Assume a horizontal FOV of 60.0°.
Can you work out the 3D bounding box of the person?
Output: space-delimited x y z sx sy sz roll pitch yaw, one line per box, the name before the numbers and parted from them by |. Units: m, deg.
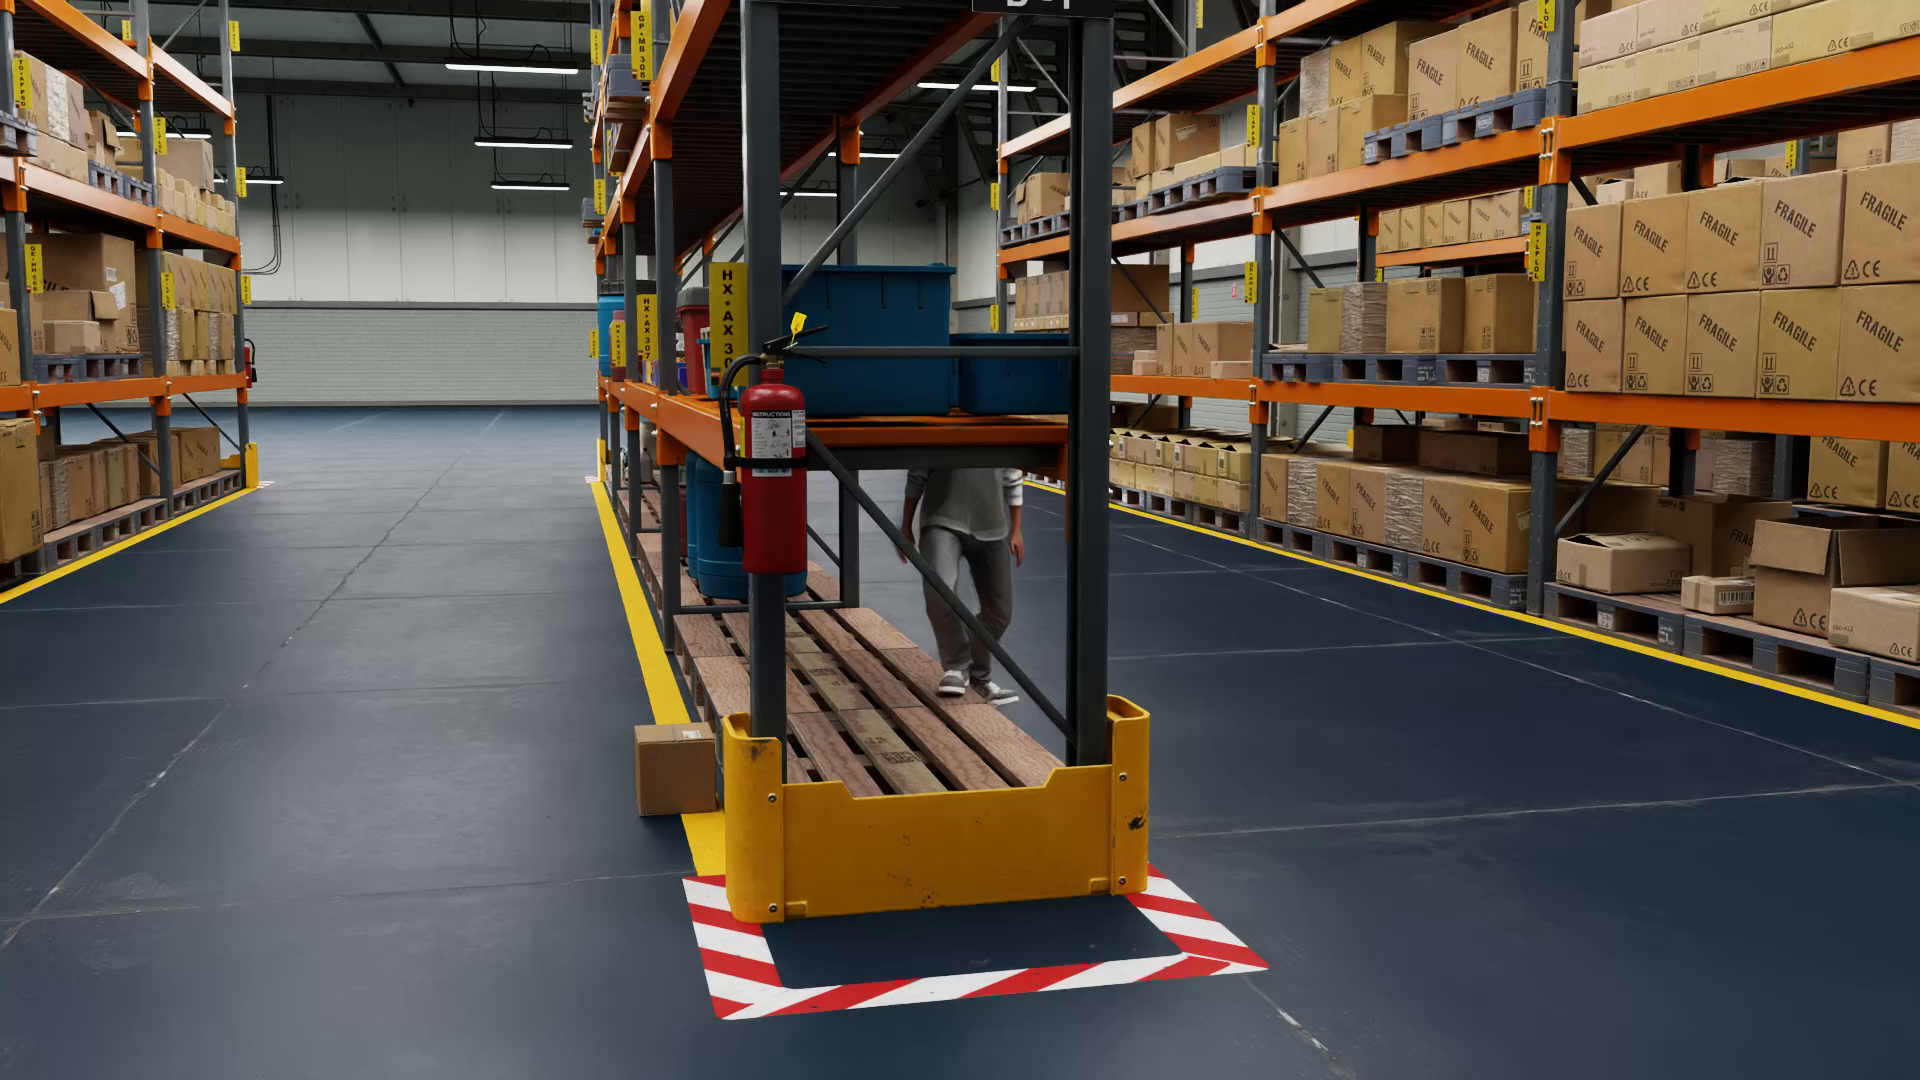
person | 0.047 -0.041 6.494 0.540 1.531 0.704 -2 7 -17
